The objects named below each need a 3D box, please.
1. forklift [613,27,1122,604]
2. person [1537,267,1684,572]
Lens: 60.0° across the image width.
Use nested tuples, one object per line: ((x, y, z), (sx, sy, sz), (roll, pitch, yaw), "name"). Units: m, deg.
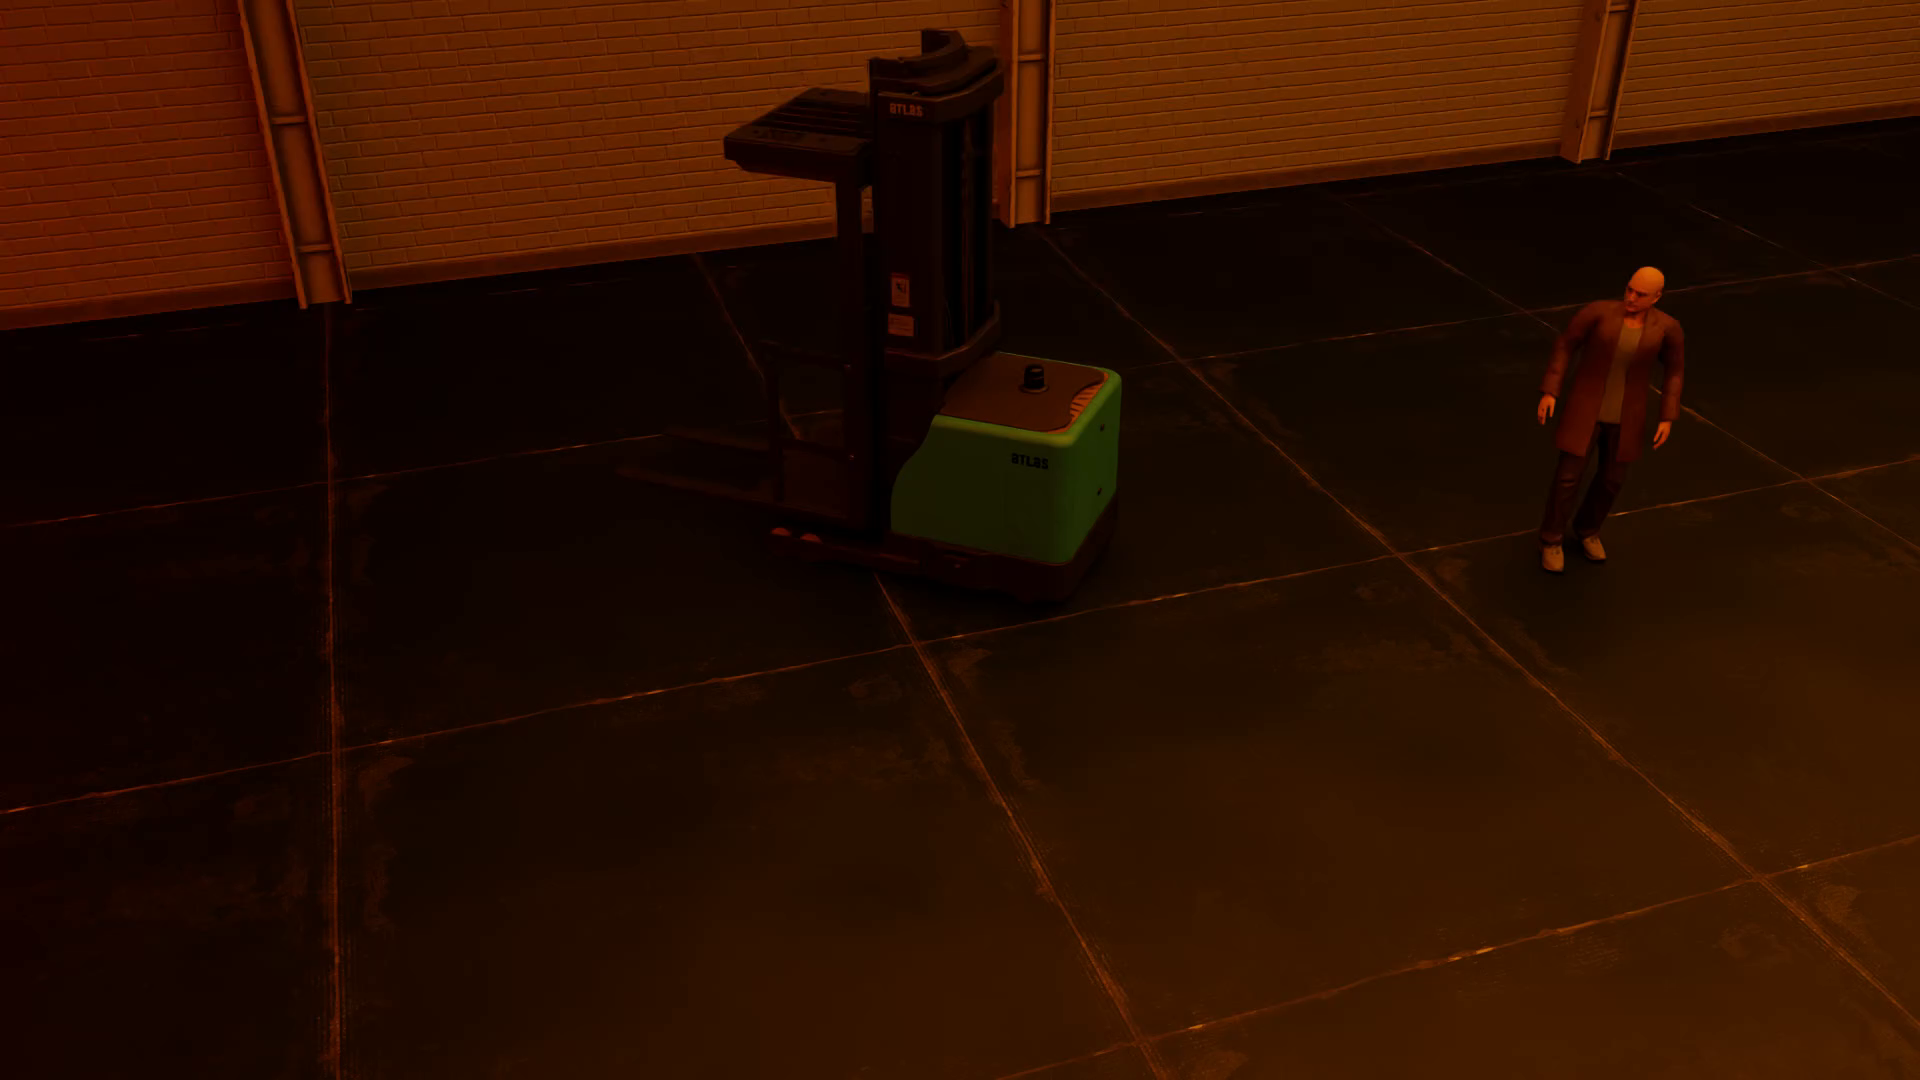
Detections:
((-0.626, -1.370, 9.468), (3.031, 2.935, 1.130), (11, 32, 19), "forklift")
((3.673, -0.678, 9.427), (0.761, 1.775, 0.562), (6, 30, 10), "person")
